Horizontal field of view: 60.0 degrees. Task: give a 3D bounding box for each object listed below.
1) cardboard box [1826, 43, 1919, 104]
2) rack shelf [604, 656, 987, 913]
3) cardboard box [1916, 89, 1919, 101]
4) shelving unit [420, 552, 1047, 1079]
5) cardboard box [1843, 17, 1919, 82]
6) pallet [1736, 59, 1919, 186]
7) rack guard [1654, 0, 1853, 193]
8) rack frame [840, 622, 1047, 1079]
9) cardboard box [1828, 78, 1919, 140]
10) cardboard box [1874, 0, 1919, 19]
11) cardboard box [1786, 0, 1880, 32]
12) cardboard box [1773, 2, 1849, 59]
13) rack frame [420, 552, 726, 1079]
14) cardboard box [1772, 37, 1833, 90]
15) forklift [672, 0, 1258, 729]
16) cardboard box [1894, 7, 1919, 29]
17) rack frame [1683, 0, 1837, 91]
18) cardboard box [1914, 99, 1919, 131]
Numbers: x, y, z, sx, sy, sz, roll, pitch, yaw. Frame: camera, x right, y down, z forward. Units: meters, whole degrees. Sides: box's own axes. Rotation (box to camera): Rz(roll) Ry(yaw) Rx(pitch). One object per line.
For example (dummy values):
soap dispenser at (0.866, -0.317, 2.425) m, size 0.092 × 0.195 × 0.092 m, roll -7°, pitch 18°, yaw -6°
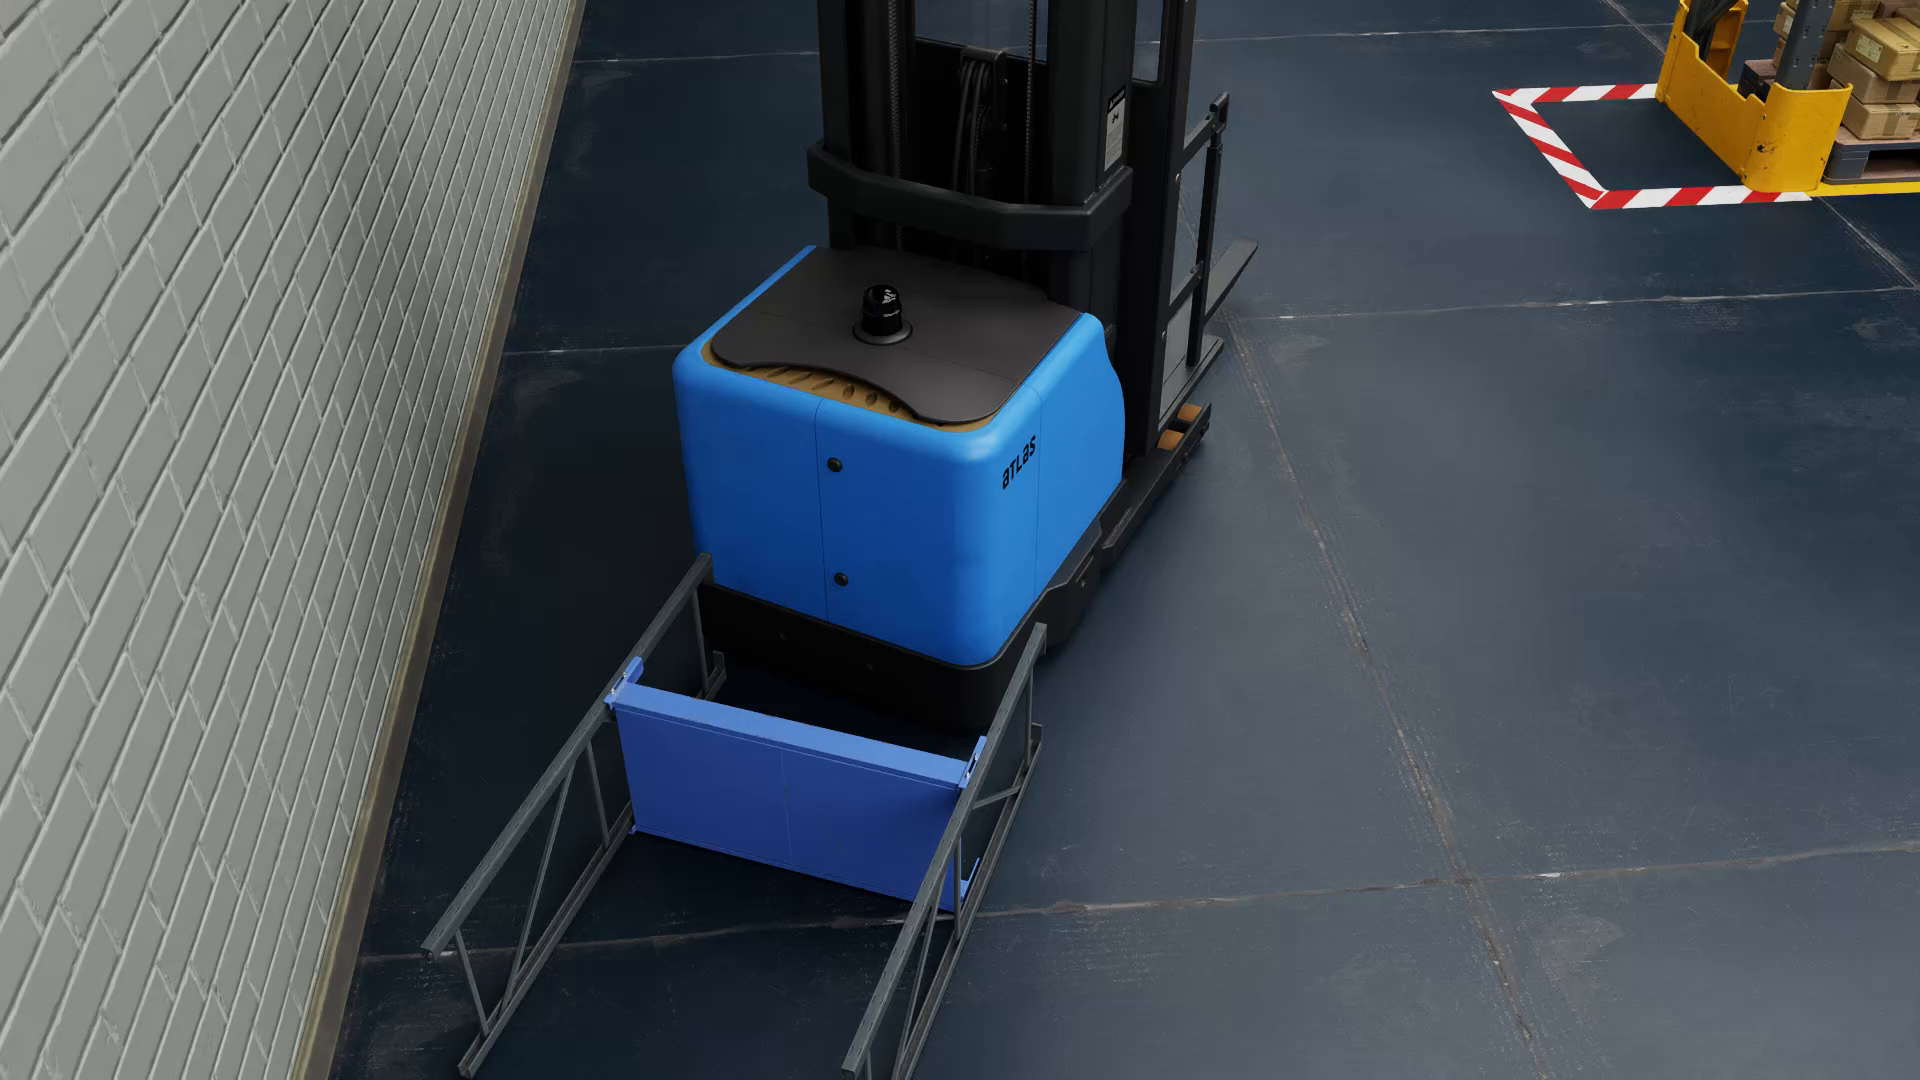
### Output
cardboard box at (4.314, -2.204, 7.844) m, size 0.250 × 0.149 × 0.380 m, roll -2°, pitch 38°, yaw -2°
rack shelf at (-0.434, 0.666, 4.471) m, size 1.000 × 0.538 × 0.185 m, roll 11°, pitch 40°, yaw 14°
cardboard box at (4.592, -2.184, 7.819) m, size 0.250 × 0.149 × 0.380 m, roll -3°, pitch 38°, yaw -4°
shelving unit at (-0.489, 0.772, 4.337) m, size 1.048 × 0.538 × 1.500 m, roll 11°, pitch 40°, yaw 14°
cardboard box at (4.322, -2.269, 7.687) m, size 0.250 × 0.149 × 0.380 m, roll -5°, pitch 39°, yaw -6°
pallet at (4.658, -2.103, 8.245) m, size 1.213 × 0.211 × 1.003 m, roll -3°, pitch 38°, yaw -4°
rack guard at (3.845, -2.194, 8.127) m, size 0.348 × 0.500 × 1.175 m, roll -3°, pitch 38°, yaw -4°
rack frame at (-0.006, 0.869, 4.214) m, size 0.032 × 0.500 × 1.500 m, roll 11°, pitch 40°, yaw 14°
cardboard box at (4.320, -2.048, 7.886) m, size 0.250 × 0.149 × 0.380 m, roll -2°, pitch 38°, yaw -3°
cardboard box at (4.530, -2.614, 8.123) m, size 0.250 × 0.149 × 0.380 m, roll -2°, pitch 38°, yaw -3°
cardboard box at (4.275, -2.635, 8.151) m, size 0.250 × 0.149 × 0.380 m, roll -3°, pitch 38°, yaw -3°
cardboard box at (4.270, -2.538, 8.268) m, size 0.250 × 0.149 × 0.380 m, roll -4°, pitch 38°, yaw -5°
rack frame at (-0.973, 0.675, 4.460) m, size 0.032 × 0.500 × 1.500 m, roll 11°, pitch 40°, yaw 14°
cardboard box at (4.276, -2.374, 8.300) m, size 0.250 × 0.149 × 0.380 m, roll -3°, pitch 38°, yaw -3°
forklift at (0.278, -1.496, 5.280) m, size 1.130 × 2.935 × 3.031 m, roll 17°, pitch 41°, yaw 21°
cardboard box at (4.586, -2.359, 7.800) m, size 0.250 × 0.149 × 0.380 m, roll -2°, pitch 38°, yaw -3°
rack frame at (3.770, -3.171, 7.347) m, size 0.127 × 3.000 × 1.000 m, roll -3°, pitch 38°, yaw -4°
cardboard box at (4.573, -2.113, 7.968) m, size 0.250 × 0.149 × 0.380 m, roll -3°, pitch 38°, yaw -4°
